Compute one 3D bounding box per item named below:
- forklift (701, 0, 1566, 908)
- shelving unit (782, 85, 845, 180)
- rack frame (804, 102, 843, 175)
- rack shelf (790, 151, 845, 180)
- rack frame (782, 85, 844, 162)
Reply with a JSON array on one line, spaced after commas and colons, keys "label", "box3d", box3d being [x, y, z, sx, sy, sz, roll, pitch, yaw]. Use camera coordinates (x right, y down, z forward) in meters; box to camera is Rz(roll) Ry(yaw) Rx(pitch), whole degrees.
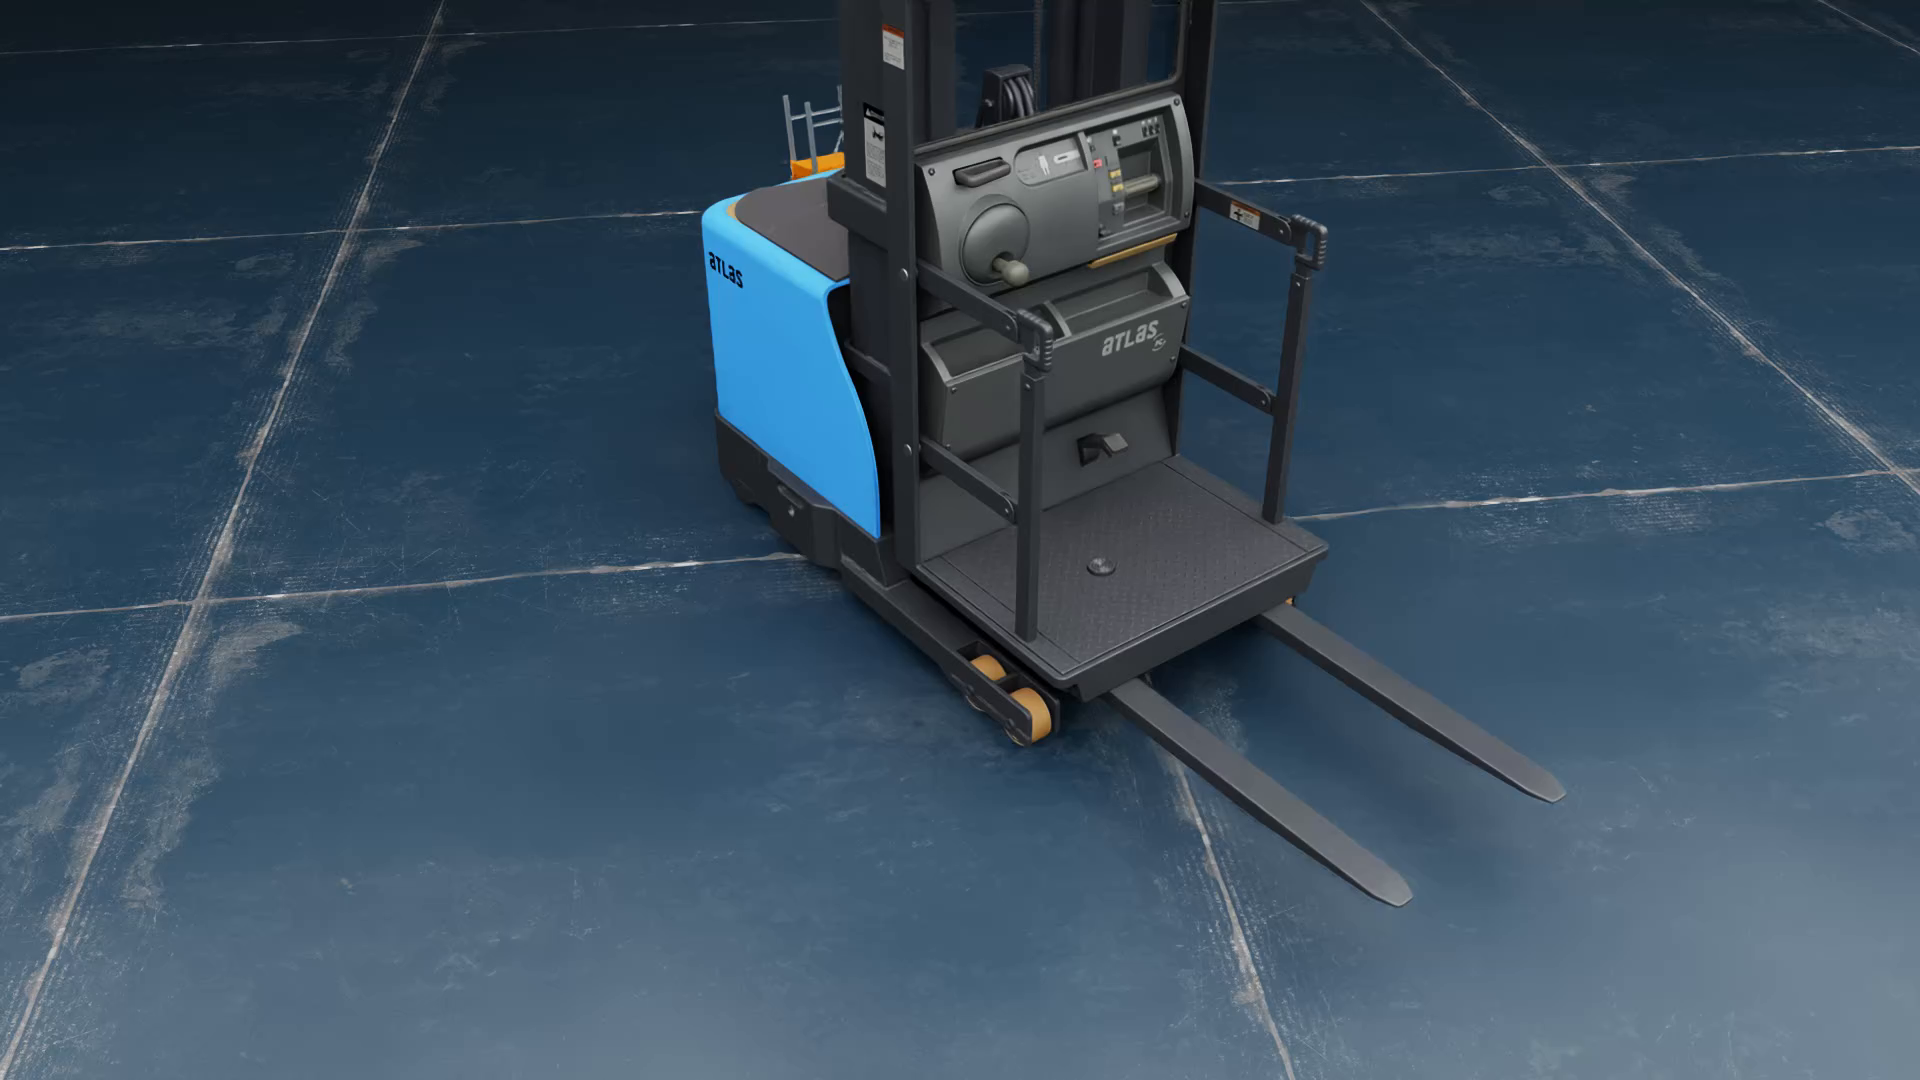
[{"label": "forklift", "box3d": [0.420, -0.927, 4.507, 1.130, 2.935, 3.031, -23, 41, -30]}, {"label": "shelving unit", "box3d": [-0.440, -1.068, 6.237, 0.258, 1.200, 0.189, -18, 29, -25]}, {"label": "rack frame", "box3d": [-0.394, -1.036, 6.165, 0.240, 1.200, 0.006, -18, 29, -25]}, {"label": "rack shelf", "box3d": [-0.466, -1.350, 6.099, 0.258, 0.103, 0.180, -18, 29, -25]}, {"label": "rack frame", "box3d": [-0.486, -1.099, 6.310, 0.240, 1.200, 0.006, -18, 29, -25]}]
